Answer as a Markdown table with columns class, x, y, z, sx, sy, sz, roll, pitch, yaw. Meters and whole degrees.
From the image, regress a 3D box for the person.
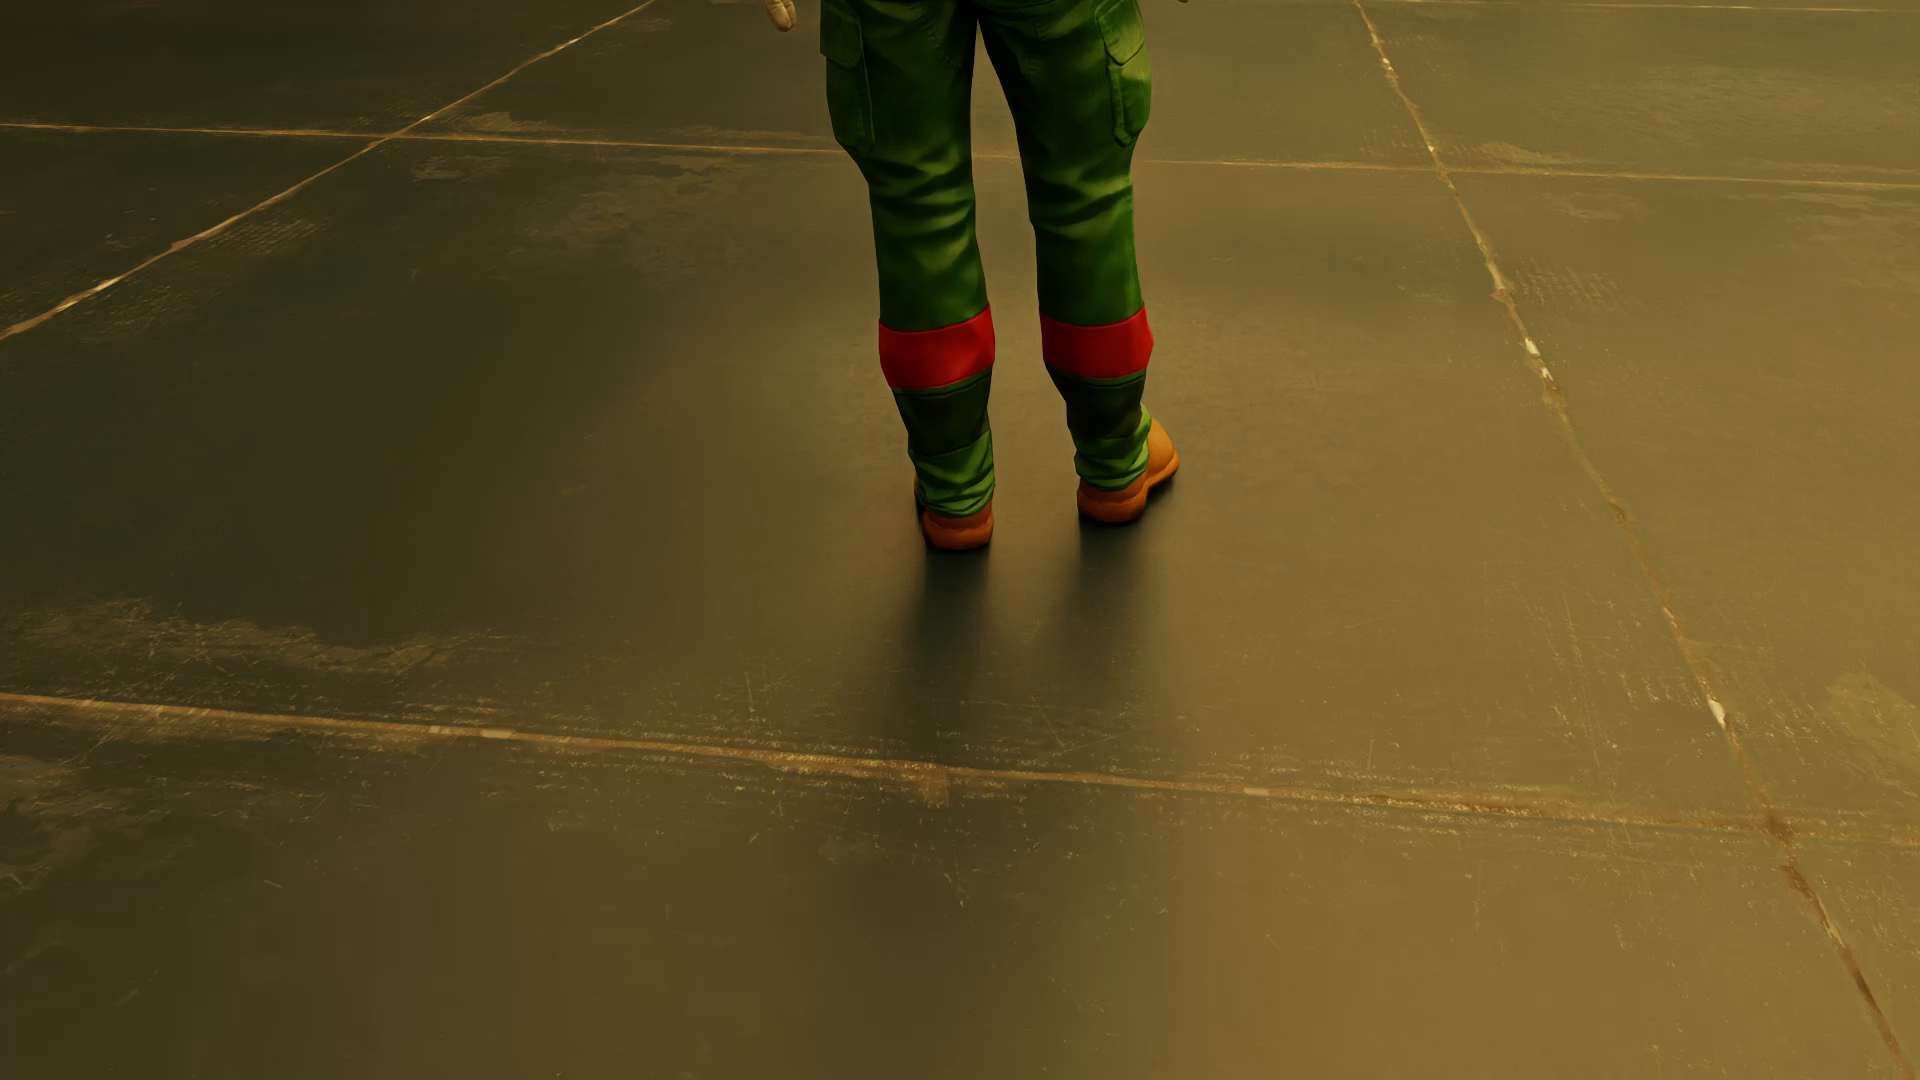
| class | x | y | z | sx | sy | sz | roll | pitch | yaw |
| --- | --- | --- | --- | --- | --- | --- | --- | --- | --- |
| person | 0.023 | -0.842 | 2.167 | 0.637 | 1.787 | 0.562 | 3 | 27 | 7 |
